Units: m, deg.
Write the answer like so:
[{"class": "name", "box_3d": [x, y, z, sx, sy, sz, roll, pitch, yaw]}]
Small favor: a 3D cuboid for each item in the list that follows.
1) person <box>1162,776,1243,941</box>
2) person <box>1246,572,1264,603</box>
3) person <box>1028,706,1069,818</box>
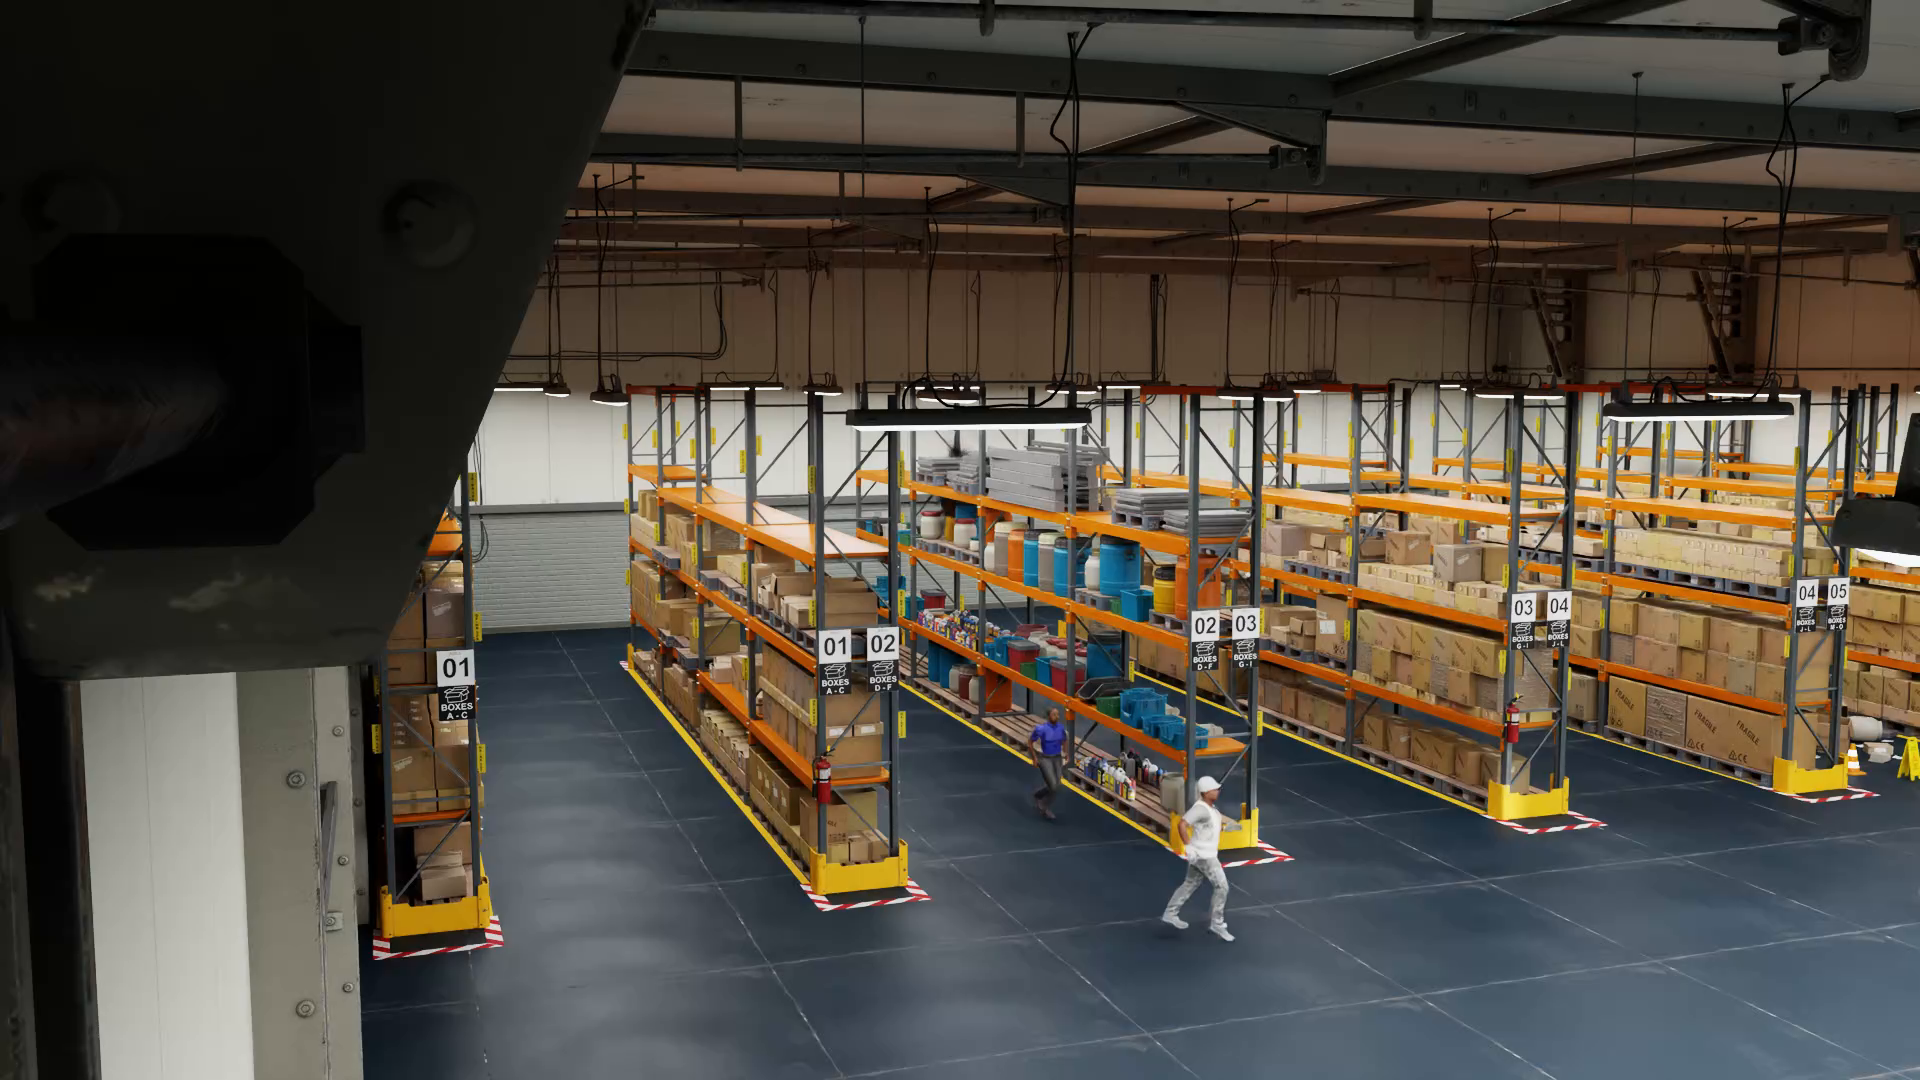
[{"class": "person", "box_3d": [2.697, 3.532, 18.483, 0.883, 1.842, 0.662, 1, 6, 6]}, {"class": "person", "box_3d": [6.595, 1.572, 37.564, 0.720, 1.722, 0.837, -1, 6, -10]}, {"class": "person", "box_3d": [1.291, 3.132, 23.339, 0.558, 1.600, 0.589, -3, 7, -30]}]
